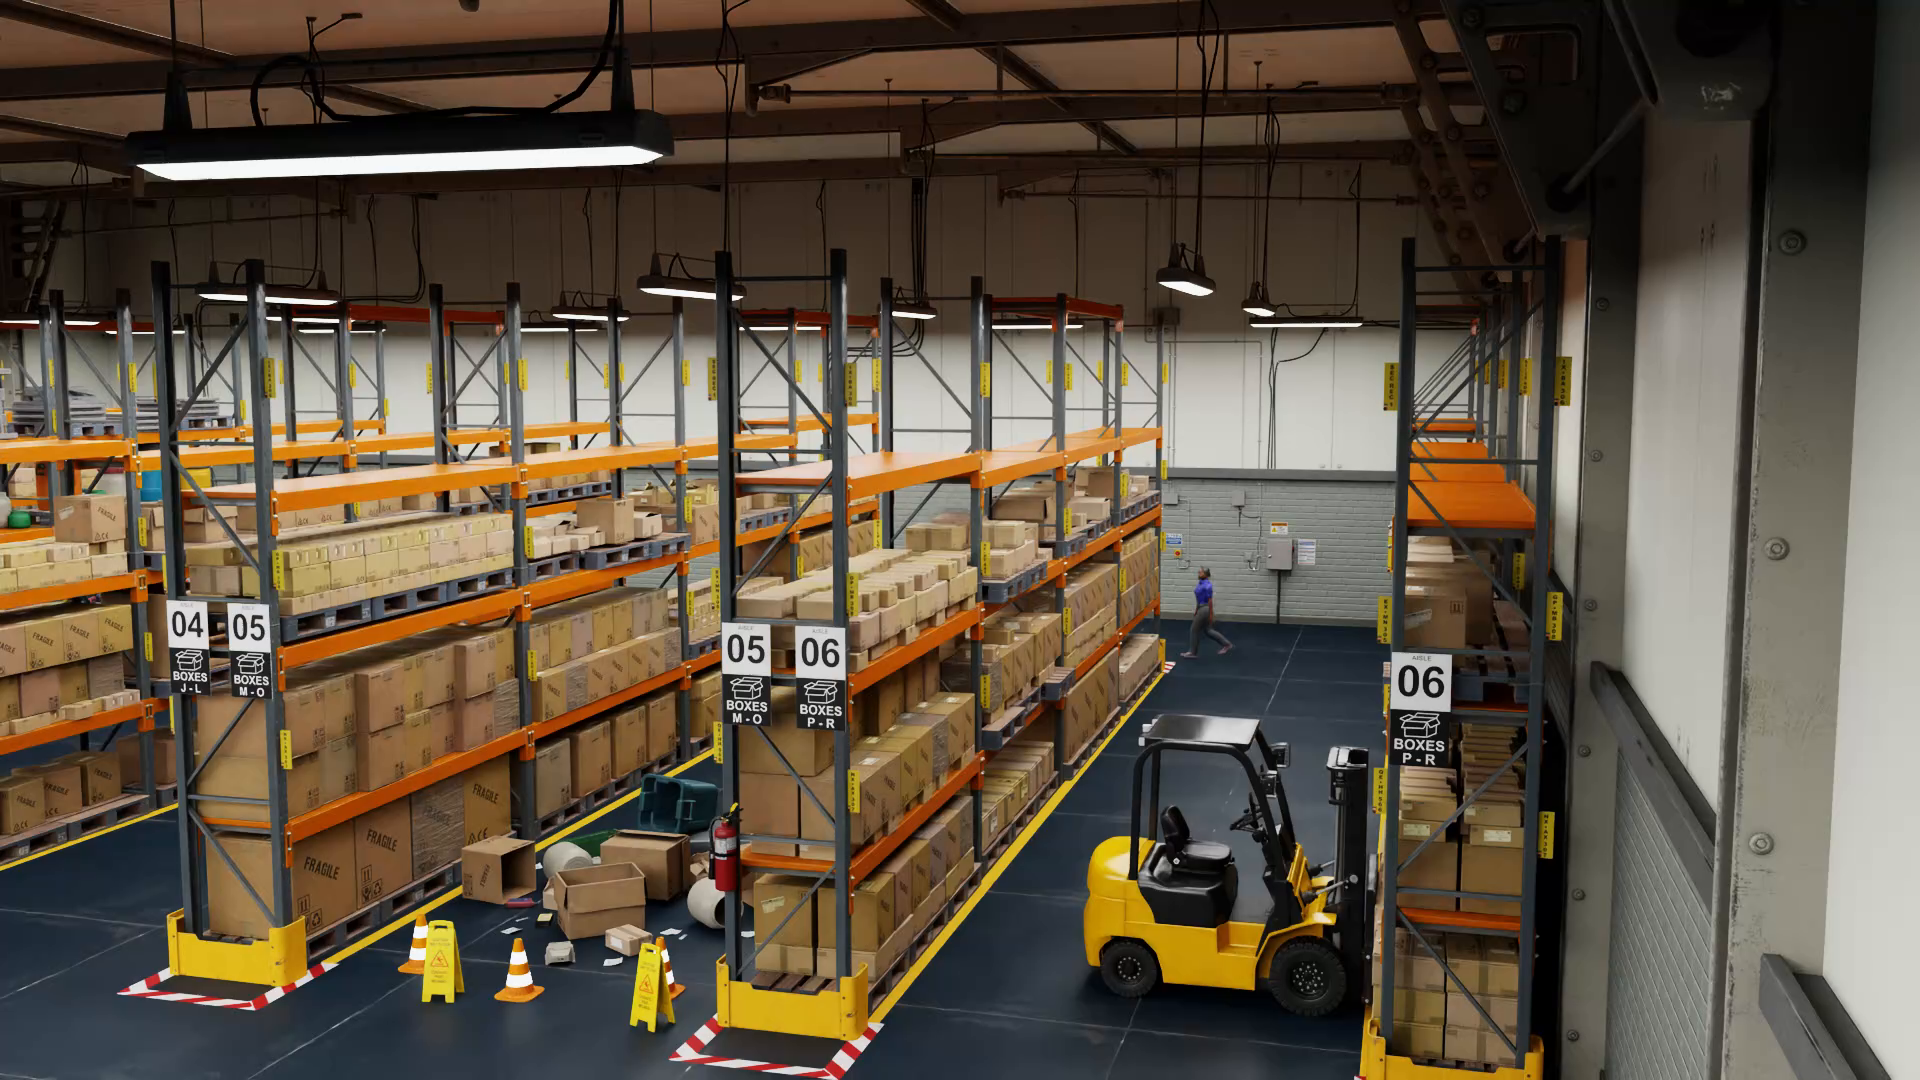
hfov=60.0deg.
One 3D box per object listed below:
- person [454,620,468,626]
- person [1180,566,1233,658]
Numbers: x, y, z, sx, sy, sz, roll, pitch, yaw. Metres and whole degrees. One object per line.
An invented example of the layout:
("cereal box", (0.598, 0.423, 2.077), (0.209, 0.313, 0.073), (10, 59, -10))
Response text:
("person", (-6.988, 1.880, 23.691), (0.518, 1.582, 0.702), (3, 7, 24))
("person", (4.347, 1.262, 29.210), (0.923, 1.613, 0.423), (1, 6, 10))
